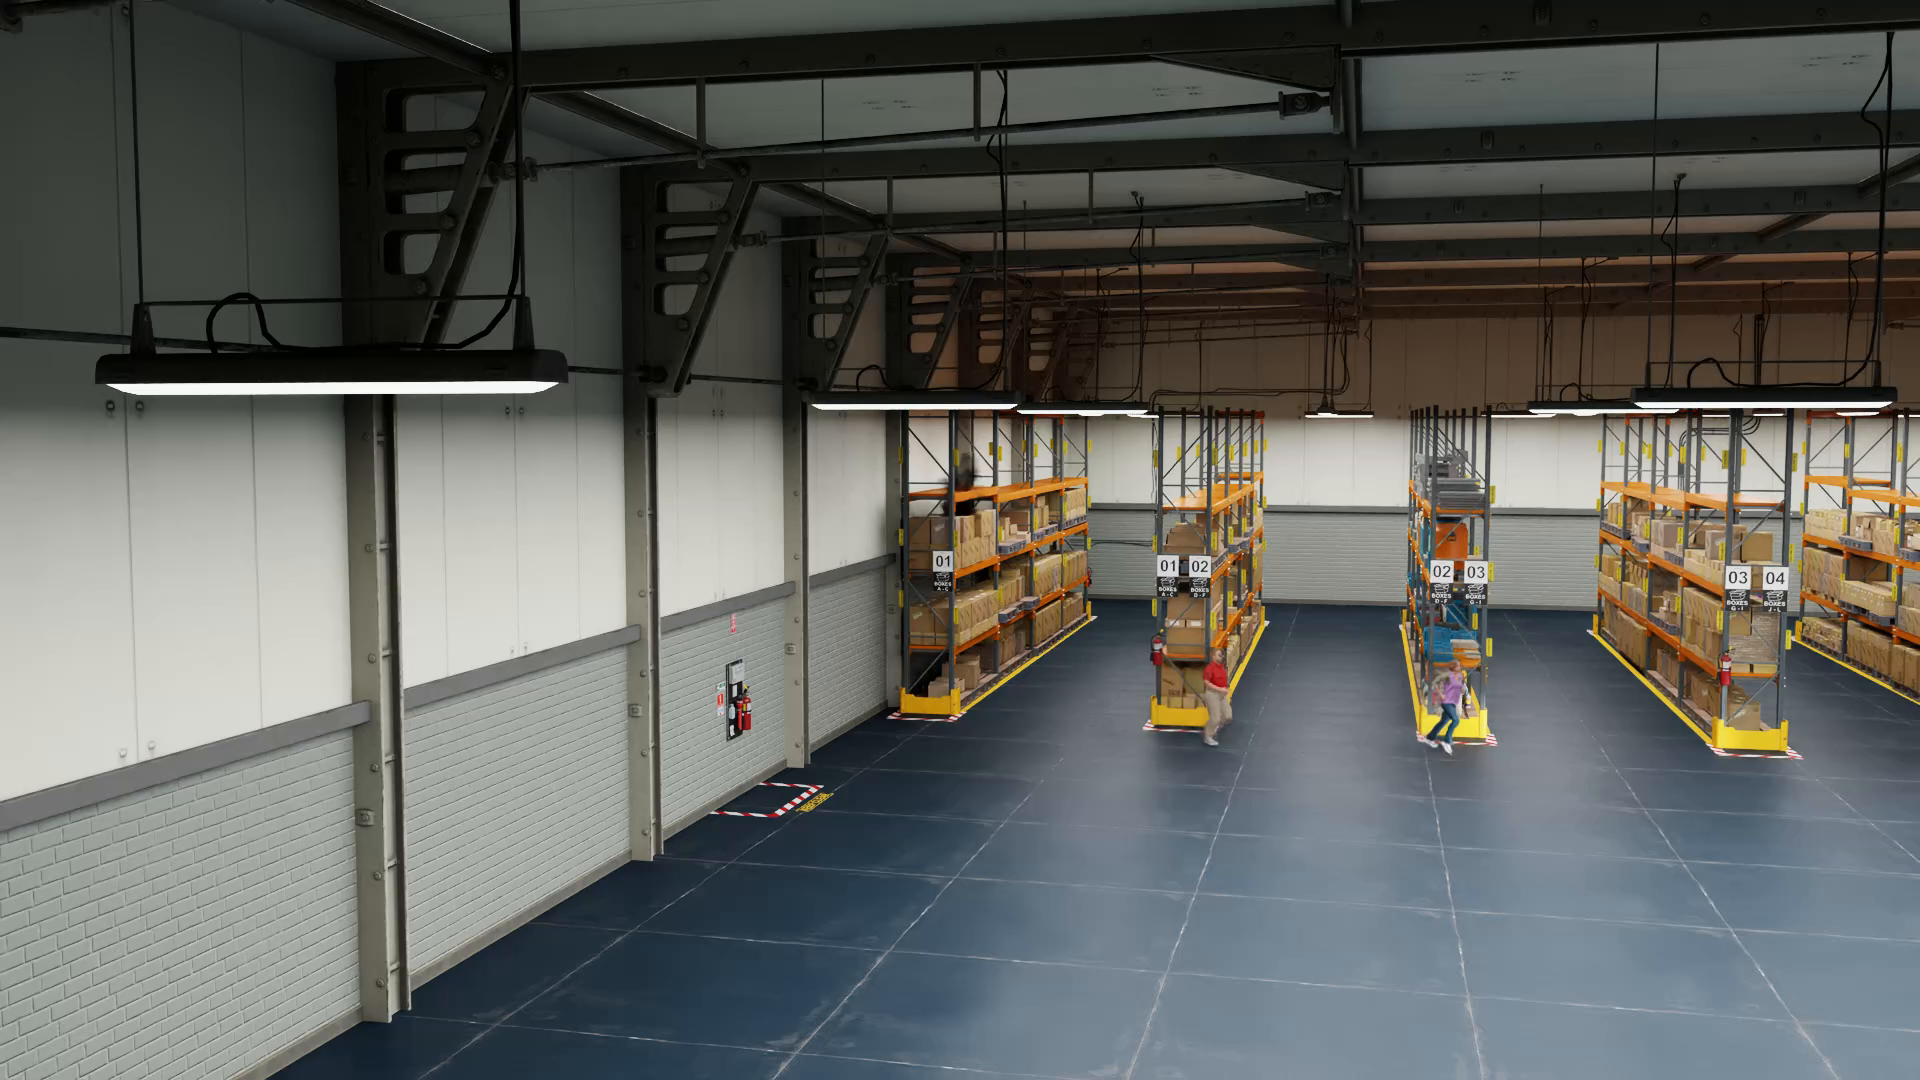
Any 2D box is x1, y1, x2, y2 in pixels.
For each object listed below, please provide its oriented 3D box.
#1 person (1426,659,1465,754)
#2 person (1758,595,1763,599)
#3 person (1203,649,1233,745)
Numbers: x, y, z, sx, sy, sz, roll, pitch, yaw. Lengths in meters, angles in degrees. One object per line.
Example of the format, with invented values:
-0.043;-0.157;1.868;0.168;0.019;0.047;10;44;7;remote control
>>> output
8.453;2.860;28.835;0.540;1.603;0.678;-4;6;-43;person
19.996;1.916;40.957;0.673;1.803;0.737;1;4;12;person
4.573;2.766;29.296;0.583;1.691;0.699;4;6;43;person
